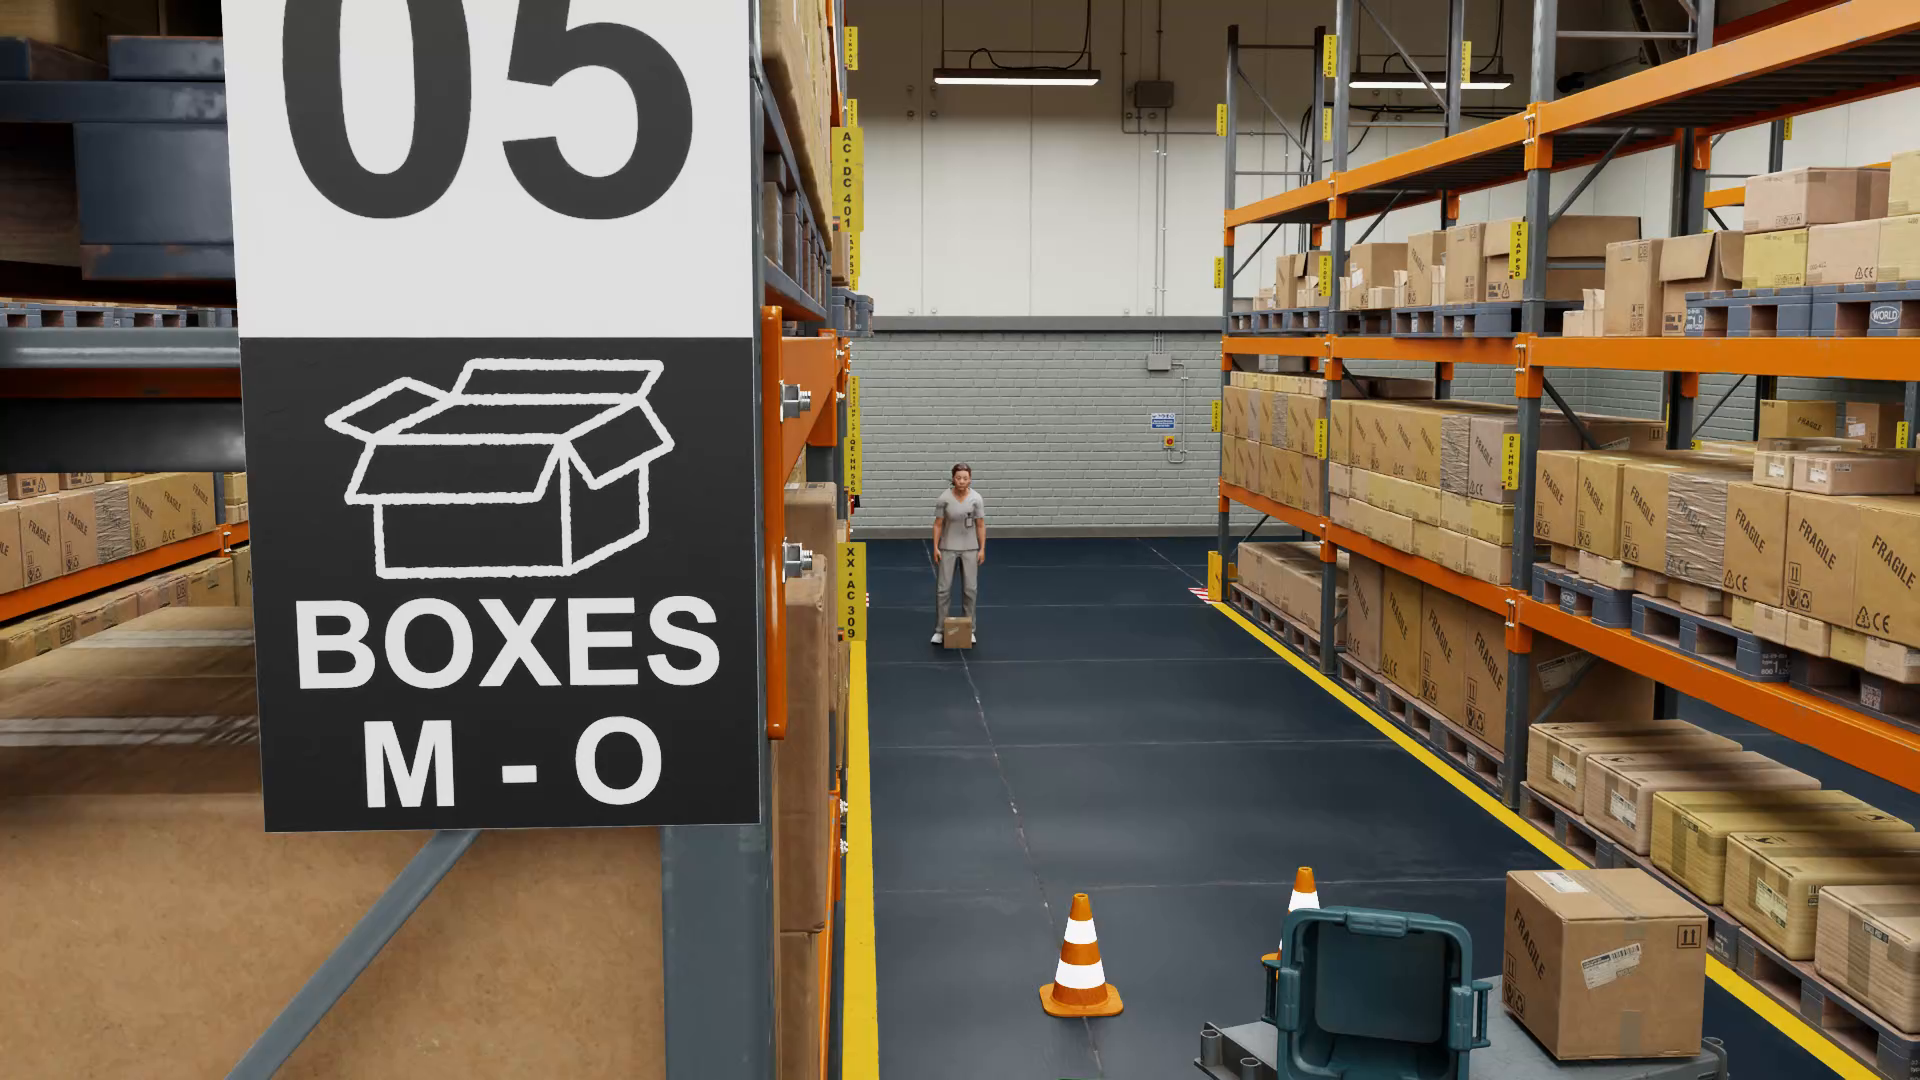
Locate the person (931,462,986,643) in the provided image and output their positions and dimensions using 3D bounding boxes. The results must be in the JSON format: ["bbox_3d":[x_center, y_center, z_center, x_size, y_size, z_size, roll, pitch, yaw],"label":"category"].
[{"bbox_3d":[-0.016,0.112,15.338,0.509,1.671,0.361,0,7,-1],"label":"person"}]
